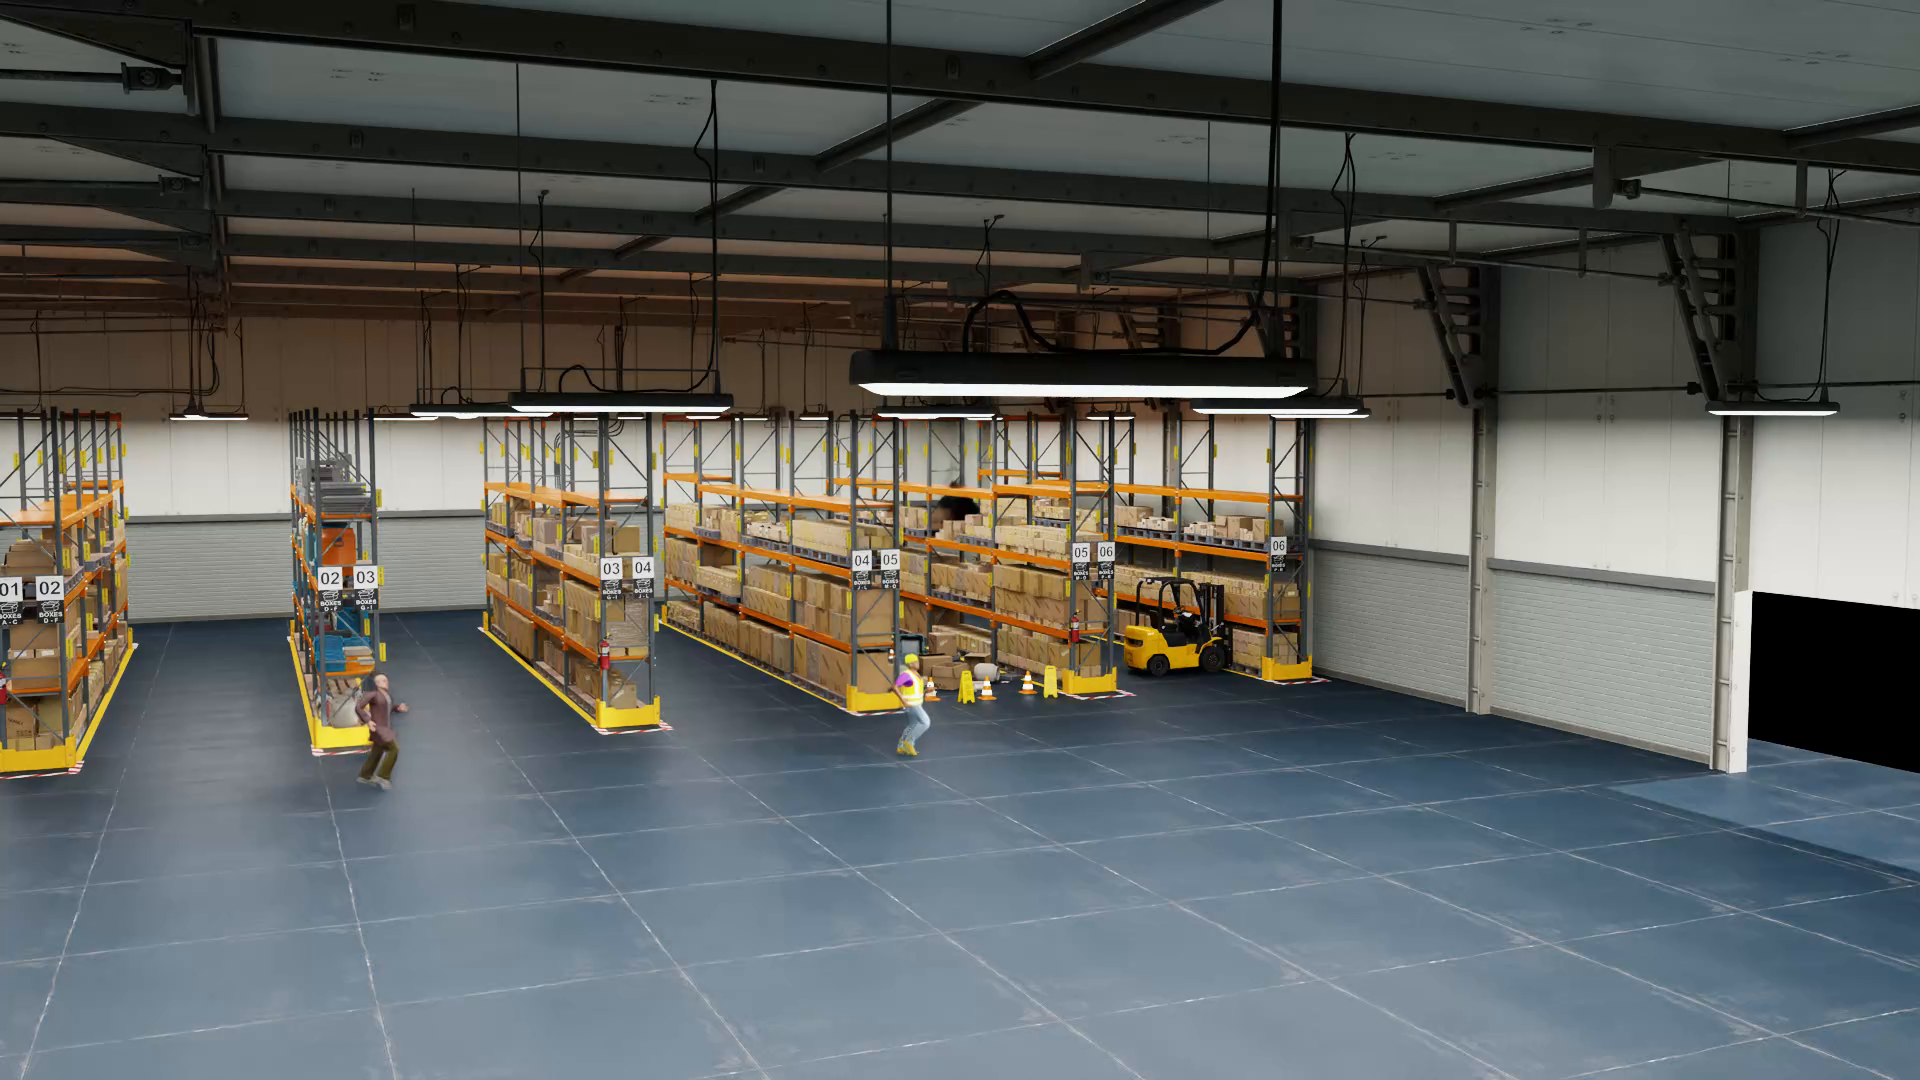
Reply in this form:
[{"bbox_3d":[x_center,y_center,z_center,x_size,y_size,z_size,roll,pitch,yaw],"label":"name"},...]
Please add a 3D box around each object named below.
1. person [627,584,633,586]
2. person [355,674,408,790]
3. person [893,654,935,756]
[{"bbox_3d":[-9.667,1.580,47.309,0.789,1.685,0.540,0,4,4],"label":"person"},{"bbox_3d":[-9.089,3.024,26.138,0.818,1.842,0.666,0,4,2],"label":"person"},{"bbox_3d":[-0.775,2.833,28.628,0.673,1.742,0.676,1,4,11],"label":"person"}]
